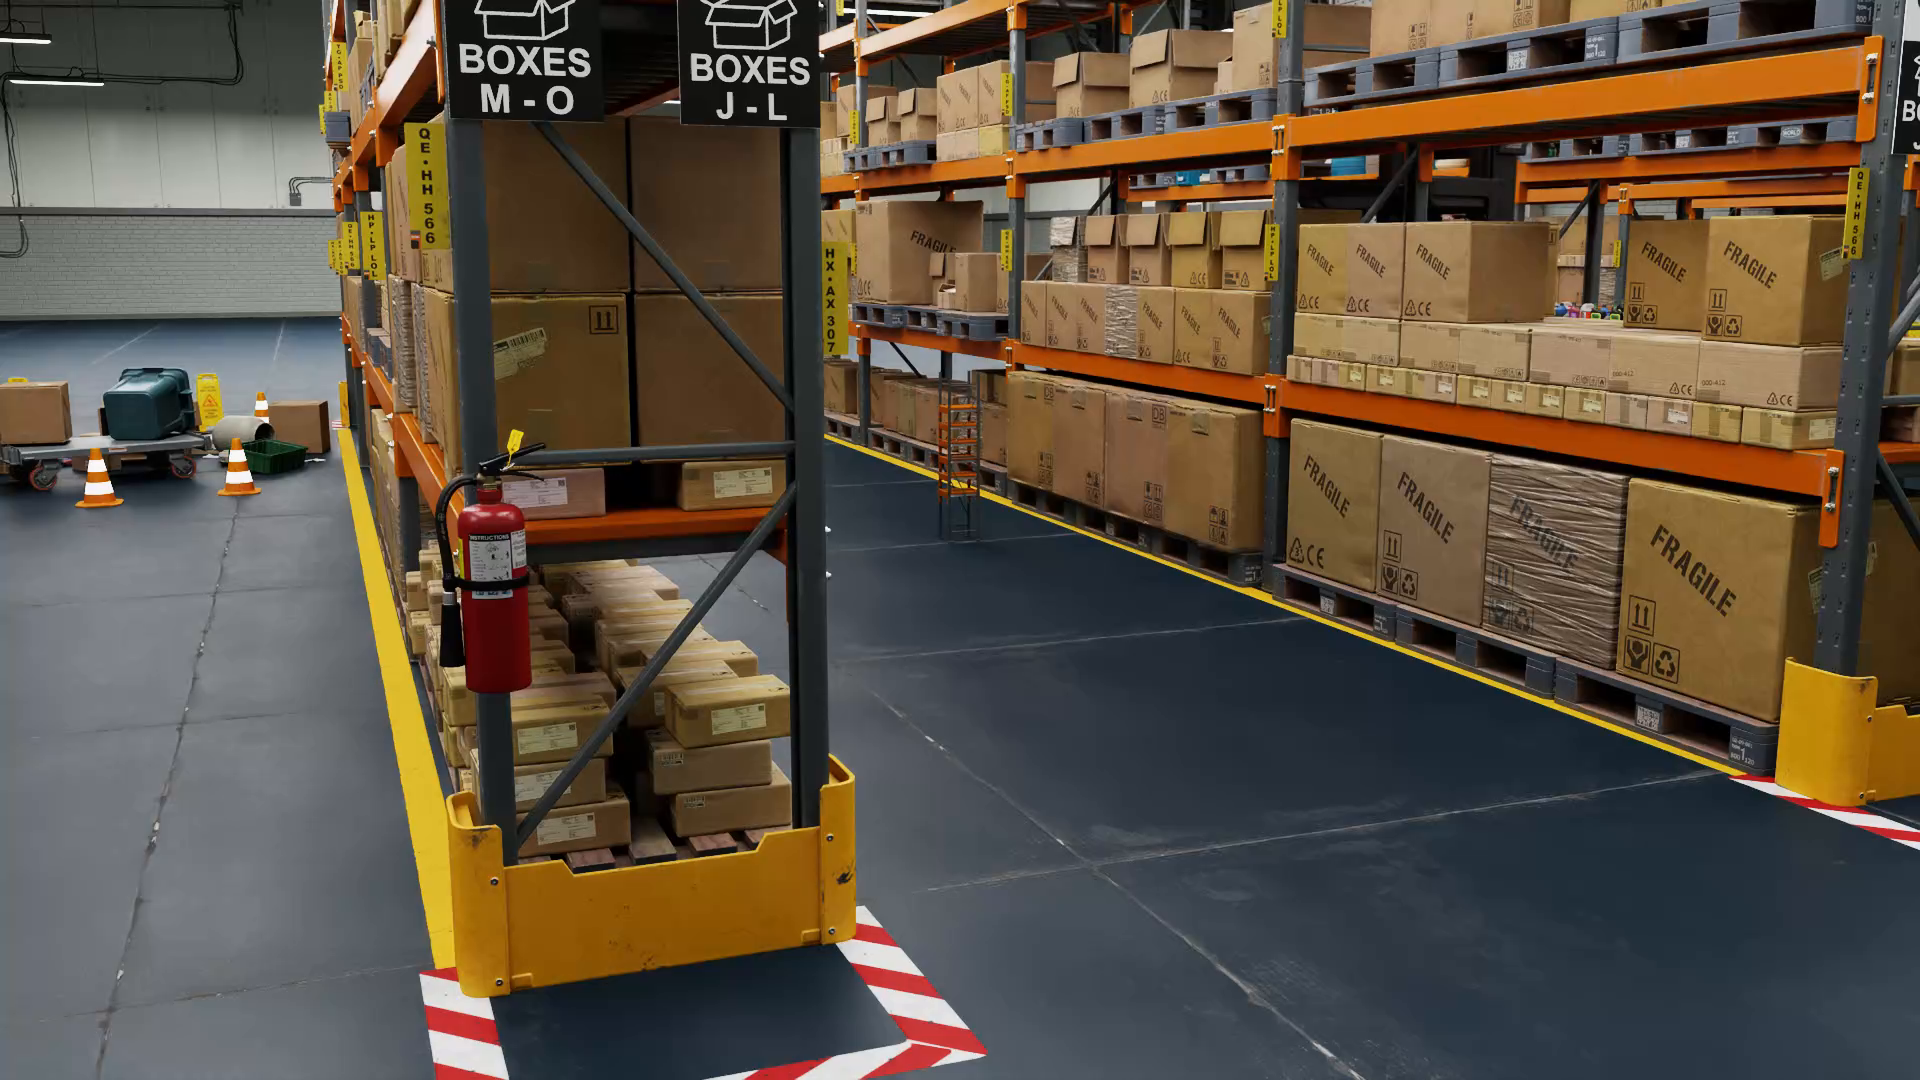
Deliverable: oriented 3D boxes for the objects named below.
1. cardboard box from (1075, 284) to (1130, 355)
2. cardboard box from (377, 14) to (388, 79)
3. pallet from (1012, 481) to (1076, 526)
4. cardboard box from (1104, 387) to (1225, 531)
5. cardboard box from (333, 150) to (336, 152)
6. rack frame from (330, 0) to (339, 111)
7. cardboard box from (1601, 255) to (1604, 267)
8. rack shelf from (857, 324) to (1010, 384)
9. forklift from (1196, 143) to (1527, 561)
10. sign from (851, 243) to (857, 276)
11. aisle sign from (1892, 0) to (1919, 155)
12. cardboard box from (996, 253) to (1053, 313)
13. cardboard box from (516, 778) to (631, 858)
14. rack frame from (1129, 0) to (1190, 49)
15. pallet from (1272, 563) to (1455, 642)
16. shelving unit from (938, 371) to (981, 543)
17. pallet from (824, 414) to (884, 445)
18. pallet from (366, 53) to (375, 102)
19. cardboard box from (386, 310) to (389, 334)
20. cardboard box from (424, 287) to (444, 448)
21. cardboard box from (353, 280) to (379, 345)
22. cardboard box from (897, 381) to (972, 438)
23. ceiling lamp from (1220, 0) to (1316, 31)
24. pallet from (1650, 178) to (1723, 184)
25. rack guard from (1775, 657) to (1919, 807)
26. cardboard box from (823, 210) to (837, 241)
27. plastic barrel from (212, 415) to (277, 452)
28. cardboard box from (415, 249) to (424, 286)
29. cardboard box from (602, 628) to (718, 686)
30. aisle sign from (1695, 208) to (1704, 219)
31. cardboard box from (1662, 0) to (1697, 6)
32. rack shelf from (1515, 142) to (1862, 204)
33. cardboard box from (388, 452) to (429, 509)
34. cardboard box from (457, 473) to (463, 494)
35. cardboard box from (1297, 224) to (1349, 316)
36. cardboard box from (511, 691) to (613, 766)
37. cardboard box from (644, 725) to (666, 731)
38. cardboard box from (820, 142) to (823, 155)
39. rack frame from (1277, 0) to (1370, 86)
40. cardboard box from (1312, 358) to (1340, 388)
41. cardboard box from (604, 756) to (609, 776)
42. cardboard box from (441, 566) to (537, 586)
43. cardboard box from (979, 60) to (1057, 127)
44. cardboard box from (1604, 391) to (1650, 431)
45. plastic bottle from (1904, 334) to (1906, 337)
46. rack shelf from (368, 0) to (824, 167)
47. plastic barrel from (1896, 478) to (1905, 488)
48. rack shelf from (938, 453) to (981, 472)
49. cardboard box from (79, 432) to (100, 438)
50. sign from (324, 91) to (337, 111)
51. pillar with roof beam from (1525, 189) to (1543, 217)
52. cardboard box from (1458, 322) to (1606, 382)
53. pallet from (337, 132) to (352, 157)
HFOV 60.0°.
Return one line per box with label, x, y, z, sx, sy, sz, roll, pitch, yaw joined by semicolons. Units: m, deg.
cardboard box;1.182;-1.627;12.215;0.500;0.500;0.500;-4;11;-22
cardboard box;-2.216;-2.120;7.136;0.500;0.250;0.500;-4;11;-22
pallet;1.097;-0.335;13.202;1.003;0.211;1.213;-4;11;-21
cardboard box;1.756;-0.598;11.587;1.225;0.875;0.875;-4;11;-23
cardboard box;-6.485;-4.217;17.731;0.380;0.149;0.250;-4;11;-21
rack frame;-5.227;-5.150;15.177;1.000;3.000;0.127;-4;11;-21
cardboard box;8.281;-3.562;21.245;0.380;0.149;0.250;-4;11;-22
rack shelf;0.157;-1.814;15.607;1.077;0.370;4.000;-4;11;-21
forklift;2.853;-1.320;10.972;3.031;2.935;1.130;-9;13;-40
sign;-1.071;-2.885;17.103;0.100;0.325;0.005;-4;11;-21
aisle sign;3.527;-1.785;5.967;0.394;0.787;0.004;-4;11;-21
cardboard box;0.649;-2.183;14.144;0.500;0.500;0.500;-5;11;-28
cardboard box;-1.264;0.887;5.312;0.380;0.149;0.250;-4;11;-20
rack frame;2.599;-6.415;22.291;1.000;3.000;0.127;-4;11;-21
pallet;2.534;0.313;9.557;1.003;0.211;1.213;-4;11;-21
shelving unit;-0.005;-0.593;11.828;0.258;1.200;0.189;-4;11;-21
pallet;-0.844;-1.229;18.227;1.003;0.211;1.213;-4;11;-21
pallet;-2.453;-2.382;8.719;1.213;0.211;1.003;-4;11;-21
cardboard box;-3.608;-1.453;11.041;0.380;0.149;0.250;-3;11;-18
cardboard box;-1.463;-0.575;5.451;0.500;0.500;0.500;-4;11;-22
cardboard box;-4.552;-1.812;13.257;0.500;0.500;0.500;-4;11;-22
cardboard box;-0.210;-1.300;16.544;0.700;0.500;0.500;-4;11;-21
ceiling lamp;5.560;-10.764;30.071;2.000;3.185;0.800;-4;11;-21
pallet;8.998;-4.362;19.859;0.805;0.209;1.217;-4;11;-23
rack guard;3.790;0.699;6.564;1.175;0.500;0.348;-4;11;-21
cardboard box;-1.170;-3.320;18.030;0.500;0.500;0.500;-4;11;-21
plastic barrel;-7.068;-1.016;16.422;0.512;0.421;0.421;3;11;18
cardboard box;-1.657;-1.151;5.838;0.500;0.500;0.500;-3;11;-18
cardboard box;-1.103;0.437;6.138;0.380;0.149;0.250;-4;11;-24
aisle sign;11.527;-5.363;26.083;0.394;0.787;0.004;-4;11;-21
cardboard box;3.451;-2.499;7.068;0.700;0.500;0.500;-4;11;-23
rack shelf;6.223;-2.952;13.441;1.077;0.370;4.000;-4;11;-21
cardboard box;-2.834;-0.341;9.071;0.500;0.250;0.500;-4;11;-22
cardboard box;-1.420;-0.232;5.377;0.380;0.149;0.250;-4;11;-21
cardboard box;2.267;-1.536;9.429;0.500;0.500;0.500;-4;11;-21
cardboard box;-1.307;0.596;5.247;0.380;0.149;0.250;-4;11;-20
cardboard box;-0.876;0.663;5.721;0.380;0.149;0.250;-4;11;-21
cardboard box;-1.437;-4.343;18.497;0.380;0.149;0.250;-3;11;-18
rack frame;2.331;-4.142;9.513;1.000;3.000;0.127;-4;11;-21
cardboard box;2.224;-0.953;9.429;0.380;0.149;0.250;-4;11;-23
cardboard box;-1.380;0.699;5.519;0.380;0.149;0.250;-4;11;-22
cardboard box;-2.099;0.211;7.412;0.380;0.149;0.250;-4;11;-22
cardboard box;0.476;-3.676;13.742;0.500;0.500;0.500;-4;11;-19
cardboard box;3.069;-0.574;7.298;0.380;0.149;0.250;-4;11;-20
plastic bottle;7.105;-1.532;12.533;0.097;0.201;0.097;0;10;0
rack shelf;-1.603;-1.687;6.326;1.077;0.370;4.000;-4;11;-21
plastic barrel;6.766;-0.767;12.457;0.600;0.901;0.708;-4;11;-21
rack shelf;-0.005;-0.549;11.836;0.258;0.103;0.180;-4;11;-21
cardboard box;-8.896;-1.029;17.282;0.380;0.149;0.250;2;10;9
sign;-5.744;-3.931;15.188;0.100;0.325;0.005;-4;11;-21
pillar with roof beam;6.706;-7.691;29.462;9.100;9.000;0.548;-4;11;-21
cardboard box;2.797;-0.921;8.114;0.500;0.250;0.500;-4;11;-21
pallet;-4.468;-3.211;13.383;1.003;0.211;1.213;-3;11;-18
